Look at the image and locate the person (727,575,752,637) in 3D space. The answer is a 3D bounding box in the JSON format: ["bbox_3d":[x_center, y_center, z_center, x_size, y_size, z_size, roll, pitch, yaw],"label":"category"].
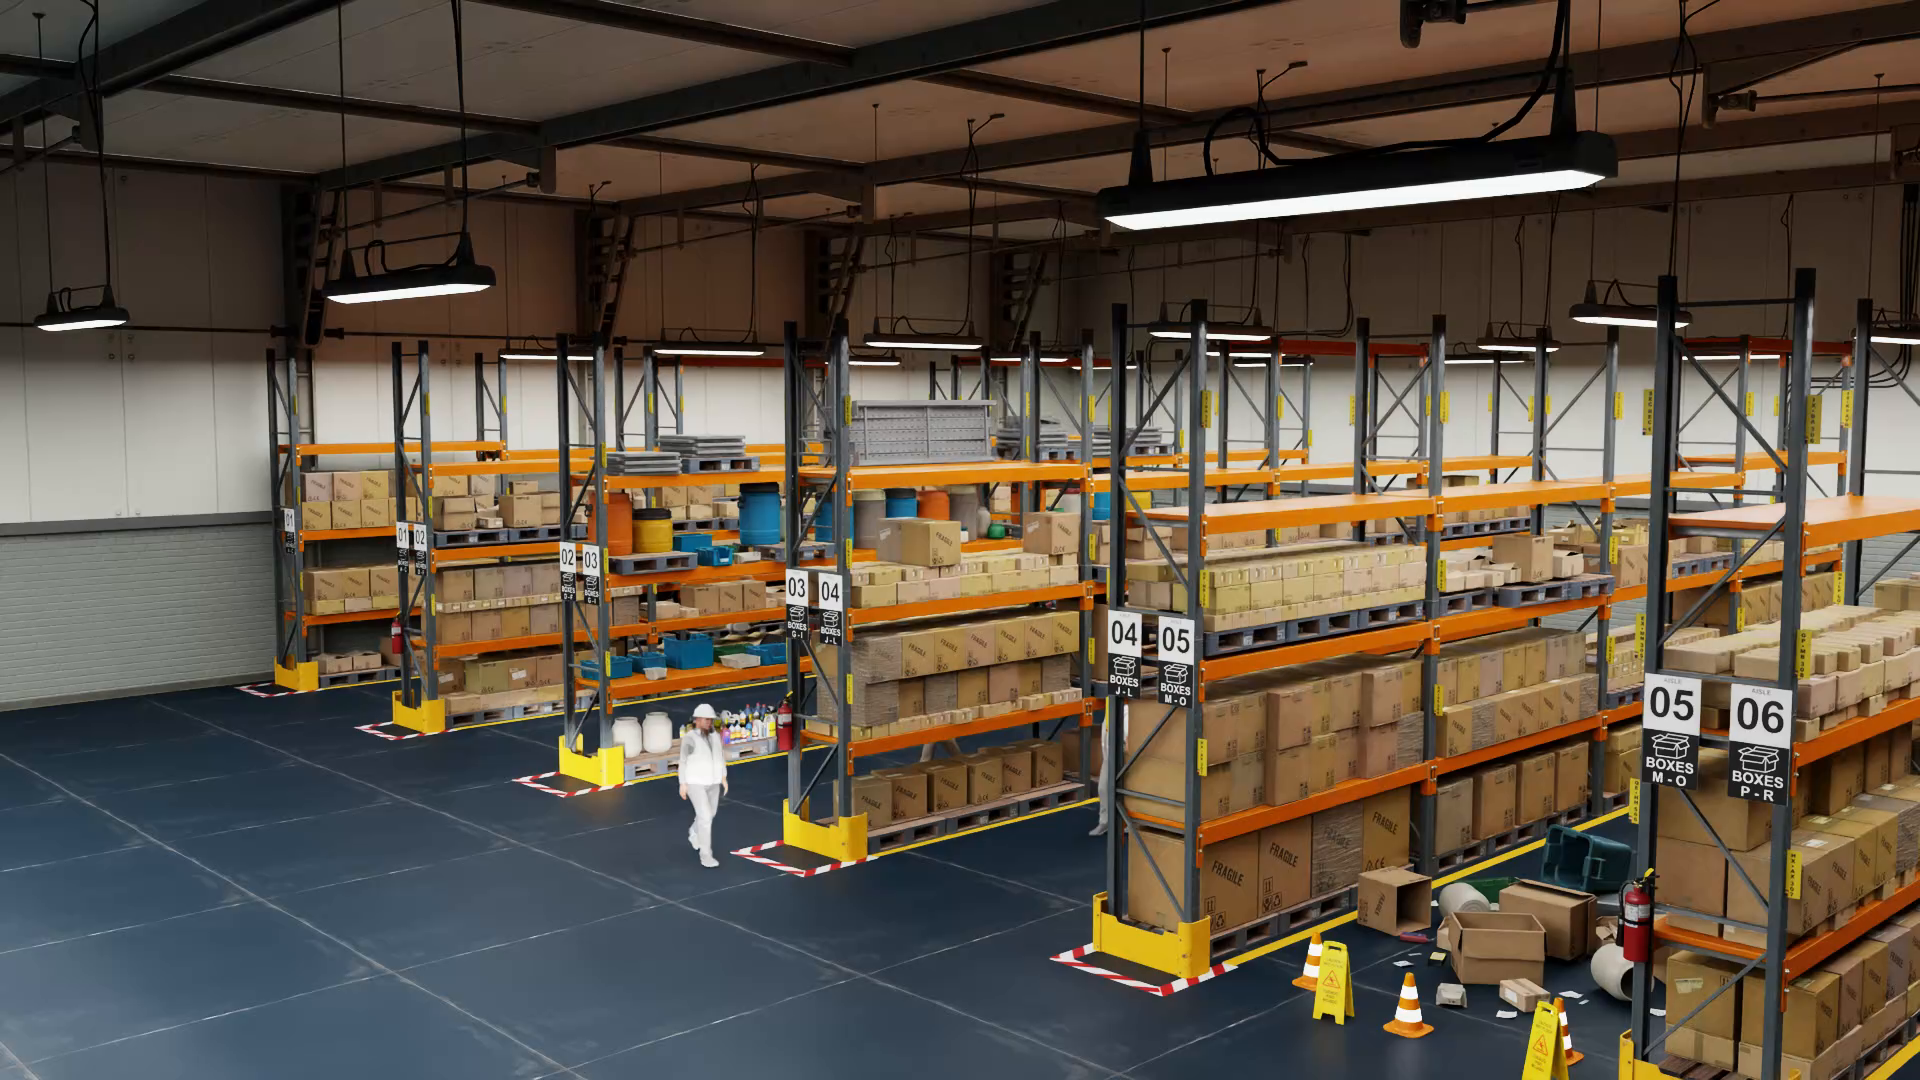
[{"bbox_3d":[-4.353,1.515,32.109,0.703,1.752,0.632,-4,7,-41],"label":"person"}]

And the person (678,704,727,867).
[{"bbox_3d":[-2.865,2.694,18.581,0.889,1.743,0.540,4,6,39],"label":"person"}]

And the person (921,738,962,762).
[{"bbox_3d":[-0.324,2.369,22.598,0.913,1.691,0.600,-1,5,-10],"label":"person"}]

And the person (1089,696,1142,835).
[{"bbox_3d":[1.848,2.608,19.622,0.639,1.784,0.602,-2,5,-26],"label":"person"}]
